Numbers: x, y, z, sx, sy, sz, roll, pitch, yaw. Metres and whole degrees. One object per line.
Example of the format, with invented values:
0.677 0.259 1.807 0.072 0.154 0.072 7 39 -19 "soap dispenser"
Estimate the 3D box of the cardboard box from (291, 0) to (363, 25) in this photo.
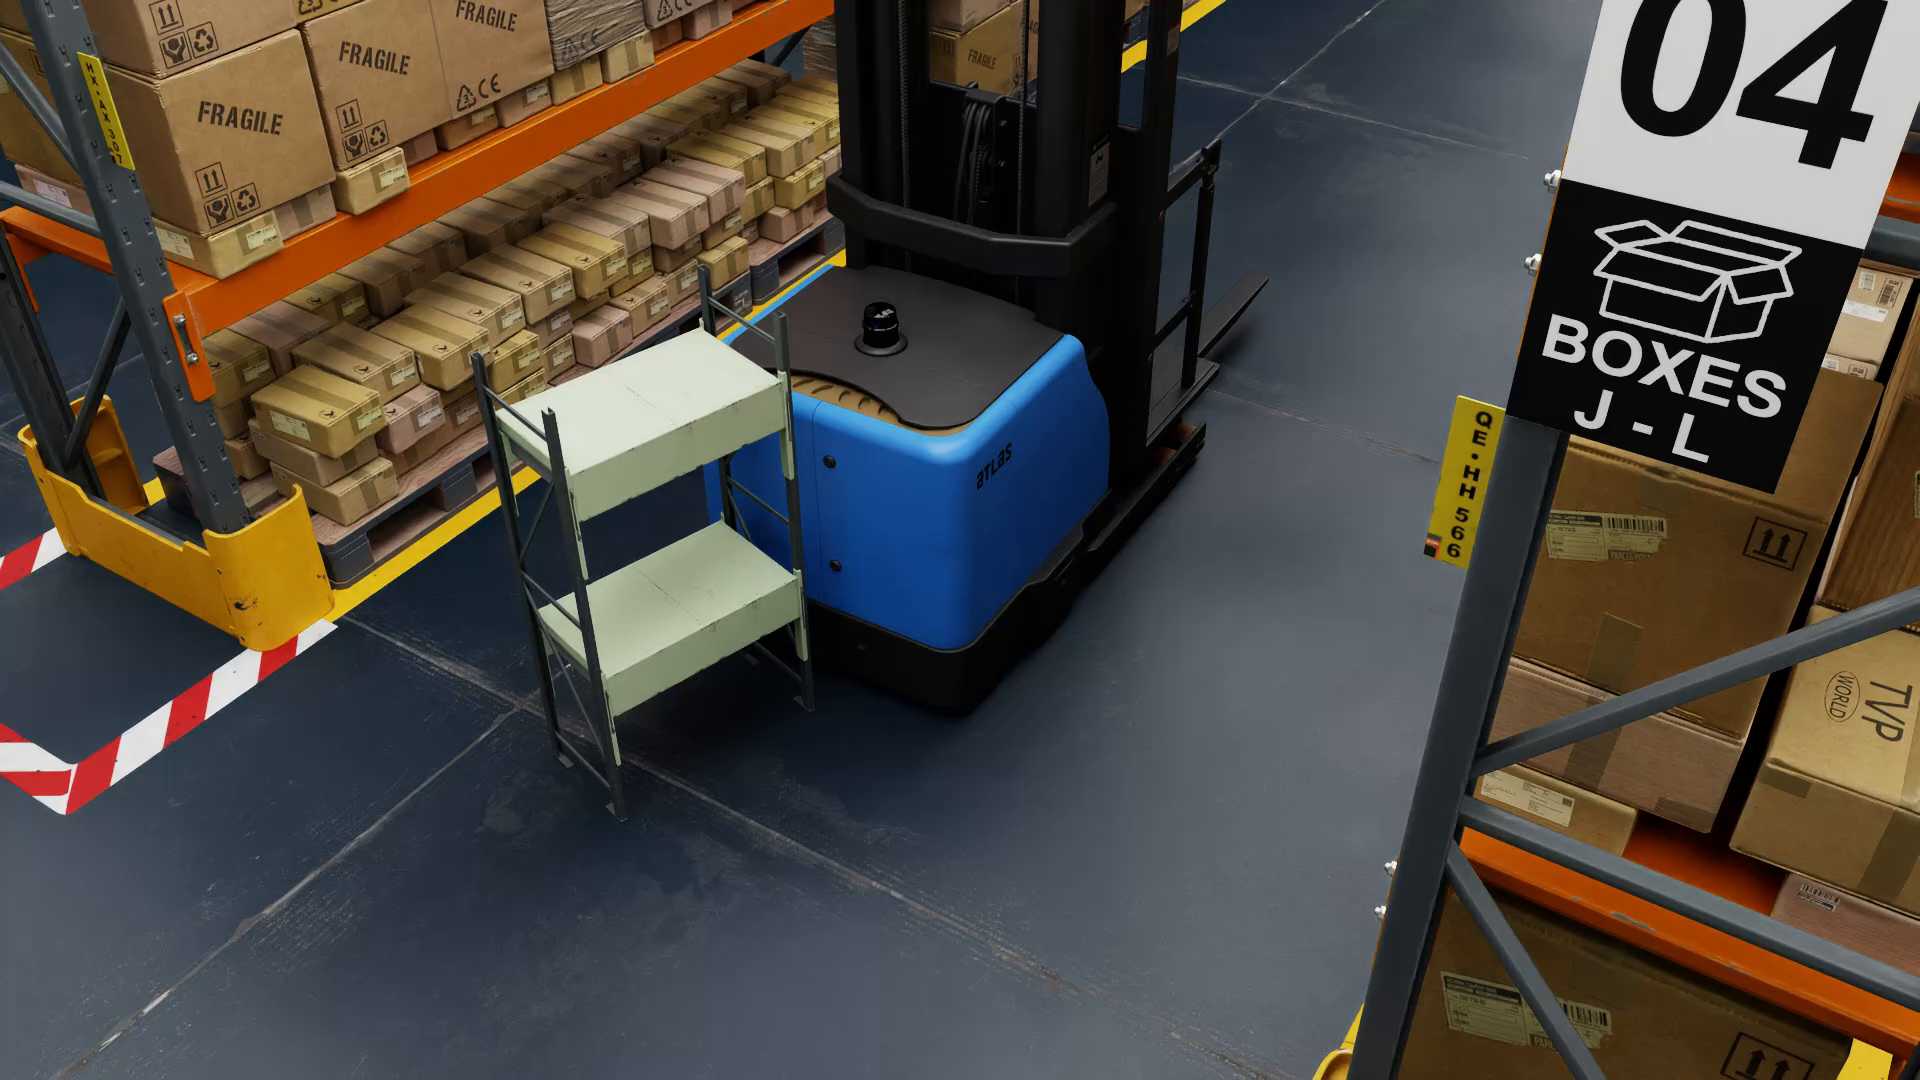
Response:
-2.107 -1.986 5.225 0.500 0.500 0.500 22 43 26 "cardboard box"

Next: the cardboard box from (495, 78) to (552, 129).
-1.750 -1.680 6.178 0.380 0.149 0.250 20 42 24 "cardboard box"

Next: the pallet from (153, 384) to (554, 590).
-2.331 -0.368 6.554 1.003 0.211 1.213 21 42 25 "pallet"

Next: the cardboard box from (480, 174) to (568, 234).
-1.912 -1.454 7.183 0.380 0.149 0.250 21 42 25 "cardboard box"

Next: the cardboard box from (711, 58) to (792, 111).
-1.053 -2.251 8.217 0.380 0.149 0.250 23 43 27 "cardboard box"

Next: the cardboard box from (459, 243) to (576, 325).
-1.760 -1.022 6.623 0.380 0.149 0.250 23 43 27 "cardboard box"

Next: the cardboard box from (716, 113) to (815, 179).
-0.895 -1.817 7.654 0.380 0.149 0.250 21 42 25 "cardboard box"

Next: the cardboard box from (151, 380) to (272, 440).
-2.795 -0.546 6.249 0.380 0.149 0.250 20 42 24 "cardboard box"

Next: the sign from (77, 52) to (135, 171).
-2.378 -1.191 4.629 0.100 0.325 0.005 21 42 25 "sign"

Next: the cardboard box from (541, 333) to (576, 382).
-1.802 -0.779 6.795 0.380 0.149 0.250 21 42 25 "cardboard box"

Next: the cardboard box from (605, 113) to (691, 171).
-1.465 -1.840 7.684 0.380 0.149 0.250 20 42 24 "cardboard box"

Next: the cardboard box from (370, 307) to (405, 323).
-2.287 -0.920 6.734 0.380 0.149 0.250 21 42 25 "cardboard box"

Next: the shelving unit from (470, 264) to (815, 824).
-0.895 0.034 4.977 0.755 1.500 0.431 -29 46 -32 "shelving unit"

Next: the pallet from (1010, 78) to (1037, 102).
-0.278 -2.385 9.171 1.003 0.211 1.213 21 42 25 "pallet"

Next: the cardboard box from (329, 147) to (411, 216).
-2.095 -1.252 5.623 0.380 0.149 0.250 20 42 24 "cardboard box"

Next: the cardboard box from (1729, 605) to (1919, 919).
1.783 0.431 3.113 0.500 0.250 0.500 20 42 24 "cardboard box"

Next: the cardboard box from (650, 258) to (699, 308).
-1.367 -1.165 7.296 0.380 0.149 0.250 22 43 26 "cardboard box"

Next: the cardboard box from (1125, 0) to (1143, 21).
0.767 -3.357 9.851 0.500 0.500 0.500 19 42 23 "cardboard box"

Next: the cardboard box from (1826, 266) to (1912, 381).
2.153 -0.540 4.373 0.500 0.250 0.500 21 42 25 "cardboard box"

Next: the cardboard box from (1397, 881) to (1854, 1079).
1.573 0.968 3.934 0.875 0.875 0.875 21 42 25 "cardboard box"

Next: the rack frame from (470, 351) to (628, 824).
-1.167 0.184 4.783 0.023 1.500 0.400 -29 46 -32 "rack frame"

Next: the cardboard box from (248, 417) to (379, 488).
-2.339 -0.367 6.017 0.380 0.149 0.250 23 43 27 "cardboard box"

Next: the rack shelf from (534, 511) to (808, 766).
-0.895 0.292 5.176 0.720 0.370 0.431 -29 46 -32 "rack shelf"

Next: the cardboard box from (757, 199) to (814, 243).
-0.913 -1.548 7.792 0.380 0.149 0.250 20 42 24 "cardboard box"

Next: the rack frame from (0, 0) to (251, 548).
-2.837 -1.026 5.124 1.000 3.000 0.127 21 42 25 "rack frame"

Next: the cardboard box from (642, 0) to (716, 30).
-1.261 -2.380 6.555 0.500 0.500 0.500 21 42 25 "cardboard box"

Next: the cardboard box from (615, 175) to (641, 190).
-1.632 -1.591 7.605 0.380 0.149 0.250 23 43 27 "cardboard box"

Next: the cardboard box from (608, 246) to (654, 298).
-1.534 -1.199 7.096 0.380 0.149 0.250 23 43 27 "cardboard box"

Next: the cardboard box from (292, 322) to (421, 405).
-2.223 -0.639 6.126 0.380 0.149 0.250 22 43 26 "cardboard box"

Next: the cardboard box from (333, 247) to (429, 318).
-2.360 -1.053 6.663 0.380 0.149 0.250 19 42 23 "cardboard box"

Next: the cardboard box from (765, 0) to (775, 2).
-0.889 -2.478 7.213 0.380 0.149 0.250 23 43 27 "cardboard box"

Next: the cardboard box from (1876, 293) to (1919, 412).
2.603 -0.368 4.149 0.500 0.250 0.500 20 42 24 "cardboard box"

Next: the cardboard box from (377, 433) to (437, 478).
-2.214 -0.390 6.290 0.380 0.149 0.250 21 42 25 "cardboard box"

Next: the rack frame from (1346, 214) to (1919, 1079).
1.297 0.649 2.952 1.000 3.000 0.127 21 42 25 "rack frame"

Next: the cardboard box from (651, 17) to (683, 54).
-1.349 -2.089 6.709 0.380 0.149 0.250 21 42 24 "cardboard box"

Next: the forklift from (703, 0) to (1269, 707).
0.322 -1.491 5.784 1.130 2.935 3.031 20 42 24 "forklift"

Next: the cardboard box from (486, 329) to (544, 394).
-1.859 -0.742 6.503 0.380 0.149 0.250 23 43 26 "cardboard box"

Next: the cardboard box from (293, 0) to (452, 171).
-2.097 -1.608 5.554 0.500 0.500 0.500 21 42 25 "cardboard box"

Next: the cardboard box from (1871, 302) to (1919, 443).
2.323 -0.393 3.567 0.500 0.500 0.500 20 42 24 "cardboard box"

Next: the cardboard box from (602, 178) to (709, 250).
-1.301 -1.396 7.107 0.380 0.149 0.250 20 42 24 "cardboard box"

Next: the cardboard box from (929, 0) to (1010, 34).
-0.075 -2.856 8.587 0.500 0.250 0.500 19 42 23 "cardboard box"

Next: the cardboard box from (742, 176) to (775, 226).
-1.074 -1.592 7.606 0.380 0.149 0.250 22 43 26 "cardboard box"

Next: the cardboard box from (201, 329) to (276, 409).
-2.767 -0.654 6.146 0.380 0.149 0.250 22 43 26 "cardboard box"

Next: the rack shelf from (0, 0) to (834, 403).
-1.765 -1.772 6.681 1.077 0.370 4.000 21 42 25 "rack shelf"
